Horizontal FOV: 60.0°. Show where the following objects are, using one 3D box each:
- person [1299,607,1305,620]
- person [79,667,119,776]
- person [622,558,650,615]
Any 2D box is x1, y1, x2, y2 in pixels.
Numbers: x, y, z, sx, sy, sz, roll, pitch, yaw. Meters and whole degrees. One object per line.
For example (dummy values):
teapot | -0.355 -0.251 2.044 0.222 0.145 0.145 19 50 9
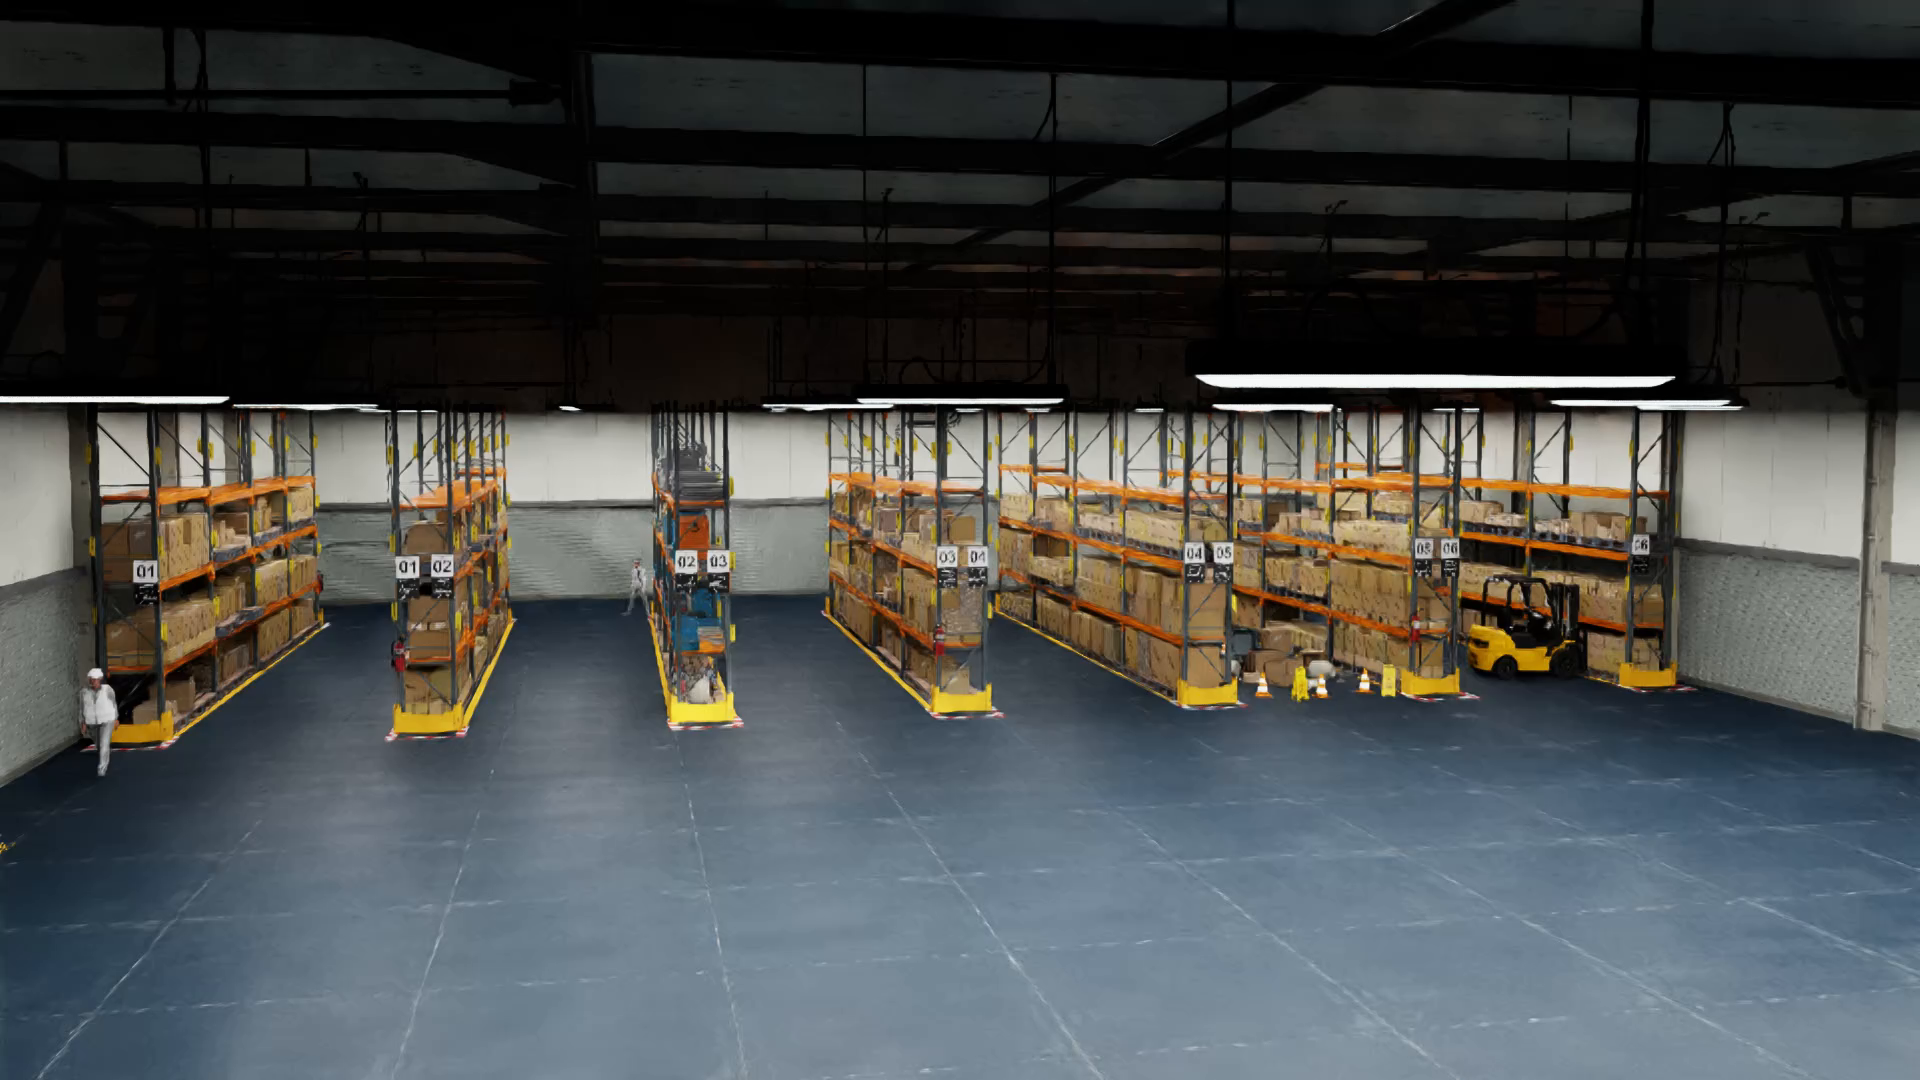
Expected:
person | 9.188 1.409 45.474 0.586 1.748 0.654 1 5 18
person | -13.747 2.866 26.506 0.543 1.700 1.115 -1 4 -10
person | -9.195 1.322 47.427 0.536 1.625 0.870 2 5 21
